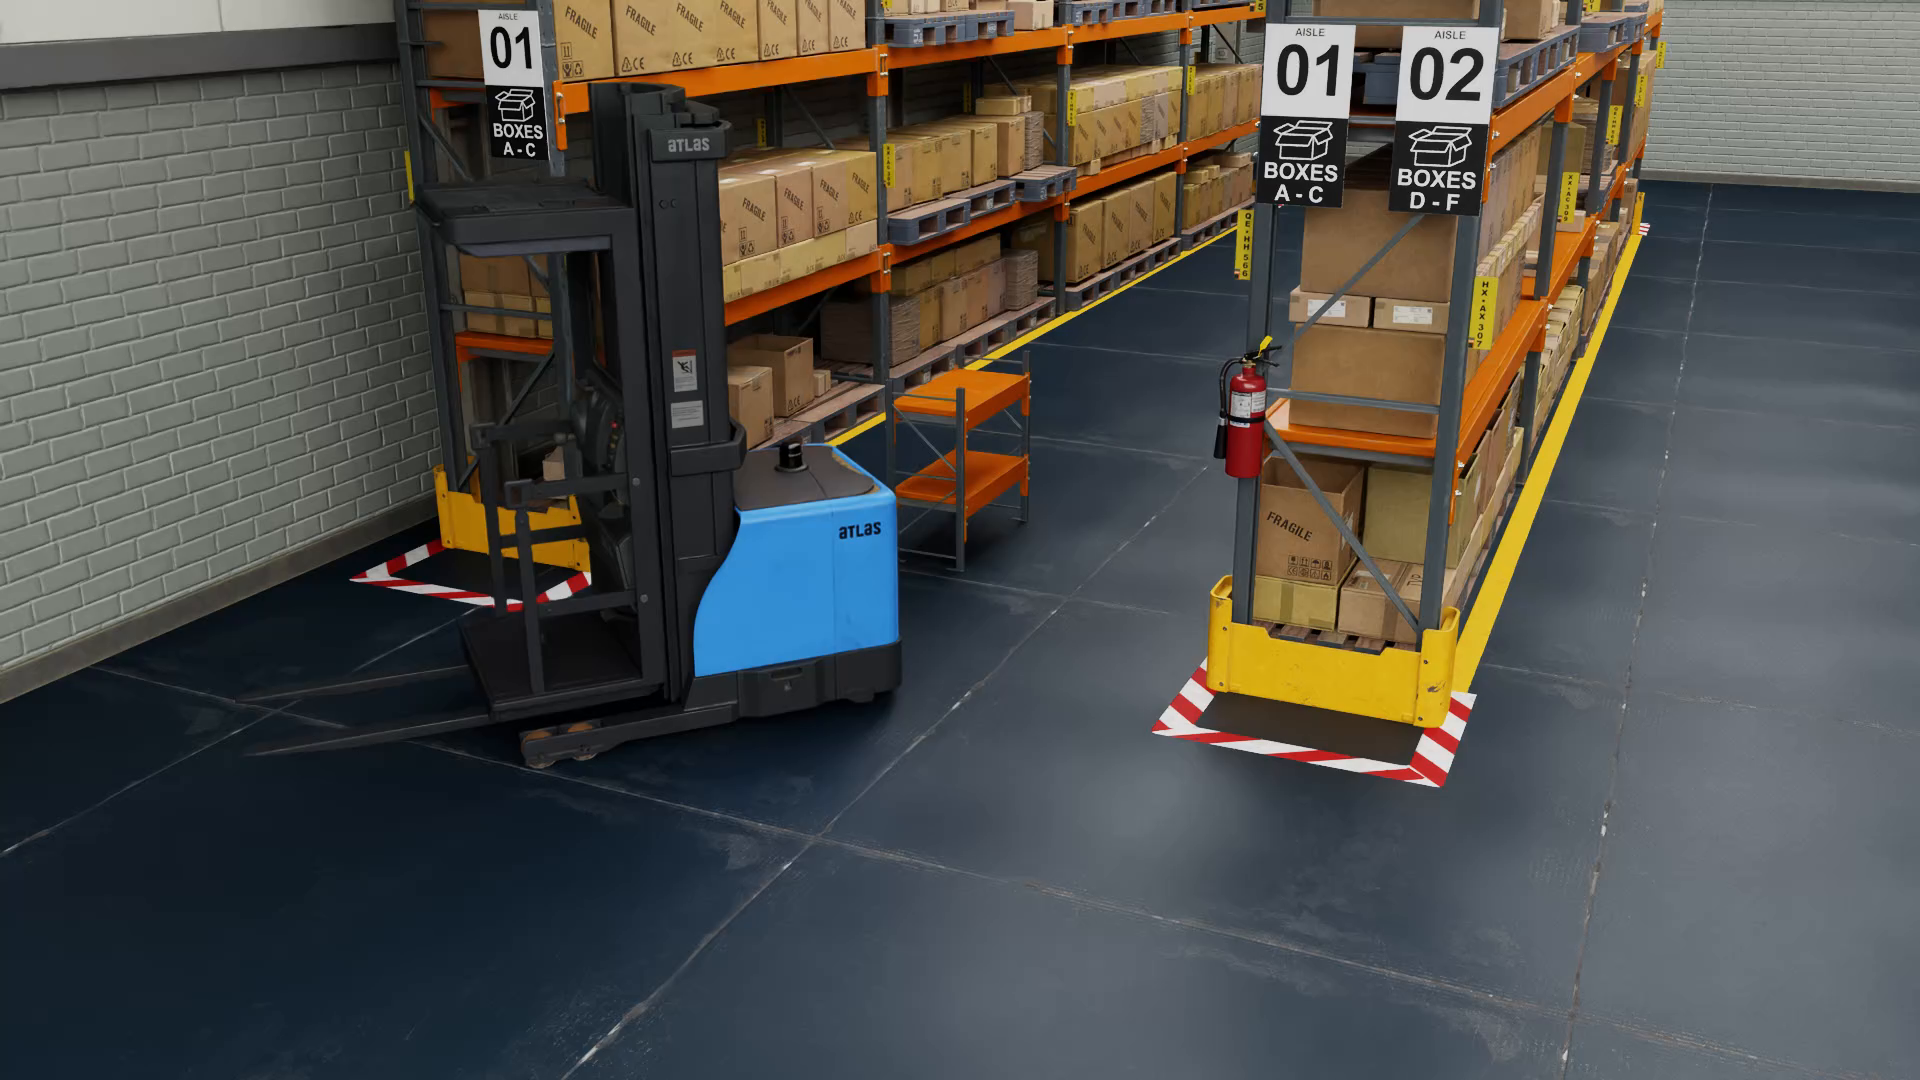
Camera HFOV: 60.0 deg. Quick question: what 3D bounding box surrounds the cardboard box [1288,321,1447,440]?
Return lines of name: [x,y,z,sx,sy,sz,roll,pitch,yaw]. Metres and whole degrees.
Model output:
cardboard box: [2.038,-0.835,8.192,0.700,0.500,0.500,9,21,23]

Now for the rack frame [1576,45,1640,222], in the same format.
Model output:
rack frame: [6.749,-4.316,18.127,1.000,3.000,0.127,9,21,23]

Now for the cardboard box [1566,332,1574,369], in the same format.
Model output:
cardboard box: [4.910,-1.643,14.089,0.500,0.250,0.500,8,21,22]

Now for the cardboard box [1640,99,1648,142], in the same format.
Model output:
cardboard box: [8.033,-5.100,20.185,0.500,0.500,0.500,9,21,23]

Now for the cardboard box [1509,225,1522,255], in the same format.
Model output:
cardboard box: [3.138,-1.800,9.935,0.380,0.149,0.250,8,21,22]

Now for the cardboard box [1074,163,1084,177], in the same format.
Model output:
cardboard box: [1.047,-3.807,17.043,0.380,0.149,0.250,9,21,23]

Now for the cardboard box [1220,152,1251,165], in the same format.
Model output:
cardboard box: [3.784,-5.251,22.893,0.380,0.149,0.250,8,21,22]

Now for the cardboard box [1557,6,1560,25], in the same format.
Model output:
cardboard box: [3.956,-3.766,11.702,0.500,0.250,0.500,6,21,17]

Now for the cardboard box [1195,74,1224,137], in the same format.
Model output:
cardboard box: [2.769,-5.522,21.071,0.980,0.700,0.700,8,21,21]

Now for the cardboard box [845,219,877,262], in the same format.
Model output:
cardboard box: [-0.966,-2.301,12.657,0.500,0.250,0.500,9,21,23]

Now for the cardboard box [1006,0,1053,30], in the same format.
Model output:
cardboard box: [0.541,-4.895,15.383,0.500,0.311,0.500,9,21,23]

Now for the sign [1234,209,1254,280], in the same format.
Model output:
sign: [1.345,-1.383,7.800,0.100,0.325,0.005,9,21,23]

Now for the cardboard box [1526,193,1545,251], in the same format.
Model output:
cardboard box: [4.018,-2.311,12.341,0.500,0.500,0.500,10,22,27]

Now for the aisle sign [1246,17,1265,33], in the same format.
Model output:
aisle sign: [4.169,-7.423,22.984,0.394,0.787,0.004,9,21,23]

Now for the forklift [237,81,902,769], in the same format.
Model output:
forklift: [-1.852,-0.544,7.625,3.031,2.935,1.130,-8,21,-22]

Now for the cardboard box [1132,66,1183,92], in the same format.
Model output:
cardboard box: [2.270,-5.366,19.340,0.500,0.250,0.500,9,22,24]

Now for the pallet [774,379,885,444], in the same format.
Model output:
pallet: [-1.291,-1.025,13.035,1.003,0.211,1.213,9,21,23]

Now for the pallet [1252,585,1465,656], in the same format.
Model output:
pallet: [2.110,0.427,8.953,1.003,0.211,1.213,9,21,23]

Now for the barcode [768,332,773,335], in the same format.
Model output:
barcode: [-1.488,-1.597,13.079,0.001,0.075,0.075,9,21,23]

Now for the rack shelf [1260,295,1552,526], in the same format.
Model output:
rack shelf: [2.654,-0.920,9.652,1.077,0.370,4.000,9,21,23]

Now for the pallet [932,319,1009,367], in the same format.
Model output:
pallet: [-0.232,-1.847,15.348,1.003,0.211,1.213,9,21,23]

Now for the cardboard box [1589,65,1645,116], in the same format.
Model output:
cardboard box: [7.198,-4.939,18.240,0.500,0.500,0.500,9,22,24]

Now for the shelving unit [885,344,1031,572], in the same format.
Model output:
shelving unit: [0.003,-0.532,10.286,0.538,1.125,1.048,9,21,23]

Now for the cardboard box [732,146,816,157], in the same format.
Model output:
cardboard box: [-1.431,-2.726,12.732,0.500,0.500,0.500,8,21,21]

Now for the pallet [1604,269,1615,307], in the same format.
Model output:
pallet: [6.450,-2.748,17.881,1.003,0.211,1.213,9,21,23]

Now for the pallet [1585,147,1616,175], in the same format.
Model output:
pallet: [6.322,-3.996,17.515,1.003,0.211,1.213,9,21,23]

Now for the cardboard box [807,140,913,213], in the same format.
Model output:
cardboard box: [-0.809,-2.954,13.493,0.700,0.500,0.500,9,21,23]

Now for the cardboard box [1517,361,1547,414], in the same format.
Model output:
cardboard box: [3.869,-1.129,11.806,0.500,0.311,0.500,9,21,23]

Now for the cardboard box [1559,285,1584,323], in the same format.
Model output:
cardboard box: [5.121,-2.066,14.440,0.500,0.311,0.500,9,22,24]

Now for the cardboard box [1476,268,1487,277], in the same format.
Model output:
cardboard box: [2.506,-1.324,8.599,0.380,0.149,0.250,8,21,22]

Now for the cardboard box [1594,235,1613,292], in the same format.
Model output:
cardboard box: [6.392,-2.852,17.085,0.500,0.500,0.500,9,21,23]

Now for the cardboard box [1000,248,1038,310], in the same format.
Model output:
cardboard box: [0.343,-2.574,16.303,0.700,0.500,0.500,9,21,23]

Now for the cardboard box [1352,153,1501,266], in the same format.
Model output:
cardboard box: [2.475,-1.779,8.908,0.700,0.500,0.500,9,21,23]

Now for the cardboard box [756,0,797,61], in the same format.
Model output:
cardboard box: [-1.440,-3.503,11.186,0.500,0.500,0.500,8,21,21]

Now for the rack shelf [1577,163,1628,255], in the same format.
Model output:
rack shelf: [5.930,-3.365,16.529,1.077,0.370,4.000,9,21,23]

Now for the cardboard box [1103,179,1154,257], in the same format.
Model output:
cardboard box: [1.719,-3.691,18.951,0.750,0.750,0.750,9,22,24]

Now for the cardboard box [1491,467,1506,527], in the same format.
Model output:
cardboard box: [3.077,-0.294,10.297,0.500,0.250,0.500,9,21,23]

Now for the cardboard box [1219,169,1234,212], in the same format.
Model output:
cardboard box: [3.260,-4.703,22.319,0.700,0.500,0.500,8,21,21]

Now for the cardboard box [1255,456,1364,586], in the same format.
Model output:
cardboard box: [1.783,-0.108,8.653,0.500,0.500,0.500,9,21,23]

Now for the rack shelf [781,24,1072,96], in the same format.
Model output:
rack shelf: [-0.229,-4.234,14.496,1.077,0.370,4.000,9,21,23]

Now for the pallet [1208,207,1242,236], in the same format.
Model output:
pallet: [3.109,-4.276,22.179,1.003,0.211,1.213,9,21,23]

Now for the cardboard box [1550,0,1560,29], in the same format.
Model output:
cardboard box: [3.228,-3.023,9.554,0.380,0.149,0.250,9,21,23]

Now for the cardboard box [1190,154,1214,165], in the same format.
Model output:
cardboard box: [3.230,-5.149,22.607,0.380,0.149,0.250,9,21,23]

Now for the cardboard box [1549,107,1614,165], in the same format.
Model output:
cardboard box: [6.081,-4.012,16.498,0.700,0.500,0.500,3,20,9]

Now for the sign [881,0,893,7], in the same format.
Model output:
sign: [-0.550,-4.133,12.367,0.100,0.325,0.005,9,21,23]

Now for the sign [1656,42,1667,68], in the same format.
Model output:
sign: [8.885,-6.151,21.087,0.100,0.325,0.005,9,21,23]

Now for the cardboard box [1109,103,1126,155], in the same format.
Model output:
cardboard box: [1.449,-4.392,17.719,0.500,0.500,0.500,8,21,22]

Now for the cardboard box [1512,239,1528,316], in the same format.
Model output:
cardboard box: [3.297,-1.781,10.850,0.700,0.500,0.500,8,21,21]

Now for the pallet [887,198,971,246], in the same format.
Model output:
pallet: [-0.602,-2.672,13.792,1.003,0.211,1.213,9,21,23]

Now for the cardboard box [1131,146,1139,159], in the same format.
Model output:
cardboard box: [1.787,-4.361,18.599,0.380,0.149,0.250,8,21,21]

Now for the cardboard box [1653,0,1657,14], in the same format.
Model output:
cardboard box: [7.790,-6.231,19.261,0.500,0.250,0.500,9,21,23]

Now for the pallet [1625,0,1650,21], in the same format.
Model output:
pallet: [6.418,-5.451,17.123,1.213,0.211,1.003,9,21,23]

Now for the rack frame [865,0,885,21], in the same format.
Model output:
rack frame: [-1.048,-5.375,12.154,1.000,3.000,0.127,9,21,23]

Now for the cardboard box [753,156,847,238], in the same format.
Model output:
cardboard box: [-1.159,-2.500,12.098,0.500,0.500,0.500,8,21,22]

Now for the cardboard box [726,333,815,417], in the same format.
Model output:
cardboard box: [-1.437,-1.256,12.596,0.500,0.500,0.500,7,21,19]

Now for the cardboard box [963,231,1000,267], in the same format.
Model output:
cardboard box: [0.052,-2.761,15.712,0.500,0.250,0.500,9,21,24]

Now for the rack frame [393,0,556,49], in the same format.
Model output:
rack frame: [-2.686,-4.153,8.715,1.000,3.000,0.127,9,21,23]

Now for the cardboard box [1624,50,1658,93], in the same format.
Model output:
cardboard box: [8.455,-5.883,20.893,0.500,0.500,0.500,8,21,22]

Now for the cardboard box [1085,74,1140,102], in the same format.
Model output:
cardboard box: [1.635,-4.900,18.027,0.500,0.250,0.500,8,21,22]
